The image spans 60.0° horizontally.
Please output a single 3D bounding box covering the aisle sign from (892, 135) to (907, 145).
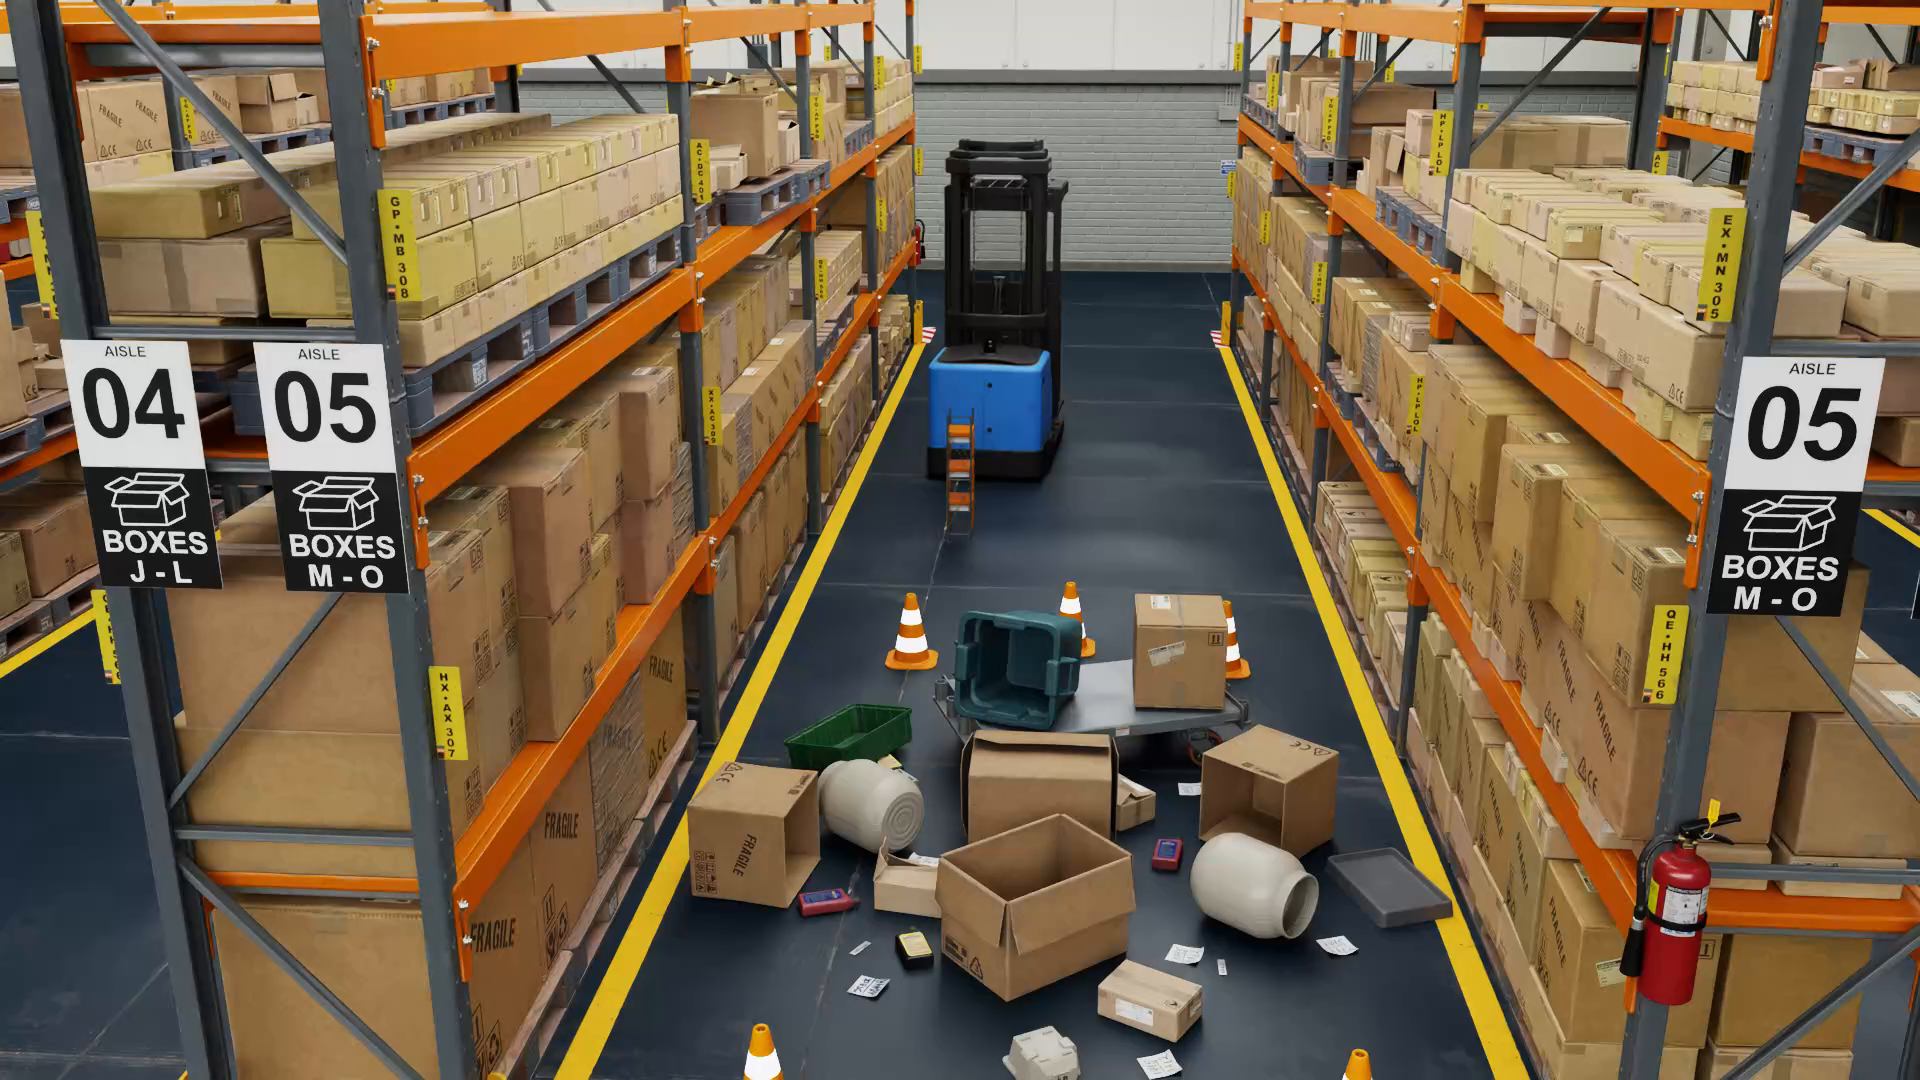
[{"bbox_3d":[-0.755,-5.225,20.375,0.394,0.787,0.004,1,18,4],"label":"aisle sign"}]

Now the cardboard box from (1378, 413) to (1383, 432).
[{"bbox_3d":[2.874,-0.730,10.562,0.380,0.149,0.250,1,18,4],"label":"cardboard box"}]

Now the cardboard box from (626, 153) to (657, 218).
[{"bbox_3d":[-1.736,-1.673,7.823,0.500,0.250,0.500,1,18,4],"label":"cardboard box"}]

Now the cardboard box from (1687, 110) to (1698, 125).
[{"bbox_3d":[8.433,-4.760,18.720,0.380,0.149,0.250,2,18,5],"label":"cardboard box"}]

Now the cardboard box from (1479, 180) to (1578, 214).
[{"bbox_3d":[2.659,-1.598,7.789,0.380,0.149,0.250,1,18,2],"label":"cardboard box"}]

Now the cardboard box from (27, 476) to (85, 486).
[{"bbox_3d":[-6.628,-0.271,12.740,0.700,0.500,0.500,0,18,-1],"label":"cardboard box"}]

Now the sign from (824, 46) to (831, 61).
[{"bbox_3d":[-1.601,-5.826,20.165,0.100,0.325,0.005,1,18,4],"label":"sign"}]

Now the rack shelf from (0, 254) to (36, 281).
[{"bbox_3d":[-11.083,-3.263,19.719,1.077,0.370,4.000,1,18,4],"label":"rack shelf"}]

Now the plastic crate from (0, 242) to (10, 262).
[{"bbox_3d":[-10.912,-3.314,18.521,0.402,0.464,0.583,1,18,4],"label":"plastic crate"}]

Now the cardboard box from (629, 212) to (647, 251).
[{"bbox_3d":[-1.680,-1.441,7.755,0.380,0.149,0.250,1,18,4],"label":"cardboard box"}]

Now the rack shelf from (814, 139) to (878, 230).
[{"bbox_3d":[-1.490,-3.193,14.689,1.077,0.370,4.000,1,18,4],"label":"rack shelf"}]

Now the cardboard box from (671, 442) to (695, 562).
[{"bbox_3d":[-1.934,-0.203,8.983,0.875,0.550,0.550,1,18,4],"label":"cardboard box"}]

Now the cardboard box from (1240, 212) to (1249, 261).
[{"bbox_3d":[3.501,-3.484,19.077,0.500,0.500,0.500,1,18,4],"label":"cardboard box"}]

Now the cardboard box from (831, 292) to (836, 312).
[{"bbox_3d":[-1.307,-2.115,14.790,0.380,0.149,0.250,2,18,5],"label":"cardboard box"}]

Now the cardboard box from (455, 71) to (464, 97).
[{"bbox_3d":[-6.133,-5.339,19.086,0.700,0.500,0.500,0,18,0],"label":"cardboard box"}]

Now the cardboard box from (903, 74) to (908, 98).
[{"bbox_3d":[-0.874,-5.257,19.271,0.500,0.250,0.500,1,18,2],"label":"cardboard box"}]

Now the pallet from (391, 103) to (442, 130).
[{"bbox_3d":[-6.217,-4.510,17.695,1.003,0.211,1.213,1,18,4],"label":"pallet"}]

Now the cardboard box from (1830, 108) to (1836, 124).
[{"bbox_3d":[8.158,-3.851,15.109,0.380,0.149,0.250,1,18,4],"label":"cardboard box"}]

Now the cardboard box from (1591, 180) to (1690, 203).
[{"bbox_3d":[3.170,-1.588,7.756,0.380,0.149,0.250,2,18,5],"label":"cardboard box"}]

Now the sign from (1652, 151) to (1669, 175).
[{"bbox_3d":[3.566,-1.829,8.539,0.100,0.325,0.005,1,18,4],"label":"sign"}]

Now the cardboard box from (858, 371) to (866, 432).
[{"bbox_3d":[-1.185,-1.348,16.059,0.500,0.500,0.500,1,18,3],"label":"cardboard box"}]

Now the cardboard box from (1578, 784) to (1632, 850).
[{"bbox_3d":[2.459,0.992,5.980,0.380,0.149,0.250,1,18,3],"label":"cardboard box"}]

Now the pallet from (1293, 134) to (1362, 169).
[{"bbox_3d":[3.382,-3.294,14.144,1.003,0.211,1.213,2,18,6],"label":"pallet"}]

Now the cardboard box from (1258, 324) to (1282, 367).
[{"bbox_3d":[3.814,-2.104,18.468,0.875,0.438,0.875,1,18,2],"label":"cardboard box"}]

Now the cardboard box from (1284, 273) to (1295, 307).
[{"bbox_3d":[3.179,-2.212,14.794,0.500,0.250,0.500,1,18,2],"label":"cardboard box"}]

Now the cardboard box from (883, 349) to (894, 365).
[{"bbox_3d":[-0.947,-2.085,18.874,0.380,0.149,0.250,1,18,2],"label":"cardboard box"}]

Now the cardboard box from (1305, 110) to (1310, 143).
[{"bbox_3d":[3.061,-3.406,13.725,0.396,0.266,0.258,1,18,3],"label":"cardboard box"}]

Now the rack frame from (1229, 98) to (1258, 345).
[{"bbox_3d":[3.885,-3.894,20.490,1.000,3.000,0.127,1,18,4],"label":"rack frame"}]

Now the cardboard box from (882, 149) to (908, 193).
[{"bbox_3d":[-0.881,-4.332,19.583,0.500,0.500,0.500,1,18,2],"label":"cardboard box"}]

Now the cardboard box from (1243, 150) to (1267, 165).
[{"bbox_3d":[3.503,-4.460,19.408,0.380,0.149,0.250,2,18,6],"label":"cardboard box"}]

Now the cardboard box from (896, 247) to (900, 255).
[{"bbox_3d":[-0.903,-3.431,19.479,0.380,0.149,0.250,0,18,1],"label":"cardboard box"}]

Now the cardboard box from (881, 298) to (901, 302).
[{"bbox_3d":[-0.920,-2.854,20.264,0.380,0.149,0.250,2,18,5],"label":"cardboard box"}]

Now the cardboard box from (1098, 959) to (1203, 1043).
[{"bbox_3d":[0.817,1.978,7.148,0.380,0.149,0.250,12,22,32],"label":"cardboard box"}]

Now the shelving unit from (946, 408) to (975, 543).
[{"bbox_3d":[0.004,-0.516,13.310,0.215,1.050,0.252,1,18,4],"label":"shelving unit"}]

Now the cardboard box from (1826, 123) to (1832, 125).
[{"bbox_3d":[8.334,-4.193,16.348,0.500,0.250,0.500,1,18,4],"label":"cardboard box"}]

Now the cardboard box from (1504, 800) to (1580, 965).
[{"bbox_3d":[2.569,1.409,6.842,0.500,0.500,0.500,2,18,6],"label":"cardboard box"}]

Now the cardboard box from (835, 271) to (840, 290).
[{"bbox_3d":[-1.292,-2.340,14.997,0.380,0.149,0.250,2,18,6],"label":"cardboard box"}]

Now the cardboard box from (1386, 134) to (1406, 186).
[{"bbox_3d":[3.231,-2.410,10.976,0.797,0.503,0.637,1,18,4],"label":"cardboard box"}]

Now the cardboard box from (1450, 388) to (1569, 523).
[{"bbox_3d":[2.655,-0.386,7.539,0.700,0.500,0.500,1,18,3],"label":"cardboard box"}]

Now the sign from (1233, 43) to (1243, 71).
[{"bbox_3d":[3.332,-5.787,19.918,0.100,0.325,0.005,1,18,4],"label":"sign"}]

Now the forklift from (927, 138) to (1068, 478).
[{"bbox_3d":[0.437,-2.366,15.936,1.130,2.935,3.031,3,18,8],"label":"forklift"}]

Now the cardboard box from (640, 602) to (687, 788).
[{"bbox_3d":[-2.035,0.758,9.031,0.875,0.875,0.875,2,18,5],"label":"cardboard box"}]

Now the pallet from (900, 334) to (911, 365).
[{"bbox_3d":[-1.159,-2.373,20.326,1.003,0.211,1.213,1,18,4],"label":"pallet"}]

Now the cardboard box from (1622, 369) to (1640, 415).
[{"bbox_3d":[2.523,-0.508,5.741,0.380,0.149,0.250,2,18,6],"label":"cardboard box"}]

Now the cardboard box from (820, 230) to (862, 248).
[{"bbox_3d":[-1.180,-2.965,16.427,0.380,0.149,0.250,2,18,6],"label":"cardboard box"}]

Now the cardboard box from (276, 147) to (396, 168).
[{"bbox_3d":[-2.429,-1.443,6.480,0.380,0.149,0.250,1,18,3],"label":"cardboard box"}]

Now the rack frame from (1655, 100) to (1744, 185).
[{"bbox_3d":[8.836,-3.784,20.155,1.000,3.000,0.127,1,18,4],"label":"rack frame"}]

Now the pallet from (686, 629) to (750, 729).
[{"bbox_3d":[-1.940,0.838,10.528,1.003,0.211,1.213,1,18,4],"label":"pallet"}]

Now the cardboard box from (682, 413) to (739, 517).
[{"bbox_3d":[-1.614,-0.451,9.822,0.500,0.500,0.500,1,18,5],"label":"cardboard box"}]

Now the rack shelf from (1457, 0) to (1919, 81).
[{"bbox_3d":[2.881,-2.053,6.399,1.077,0.370,4.000,1,18,4],"label":"rack shelf"}]

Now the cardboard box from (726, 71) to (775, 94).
[{"bbox_3d":[-1.792,-3.857,14.168,0.396,0.266,0.258,1,18,4],"label":"cardboard box"}]

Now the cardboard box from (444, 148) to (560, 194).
[{"bbox_3d":[-1.773,-1.427,6.432,0.380,0.149,0.250,1,18,3],"label":"cardboard box"}]

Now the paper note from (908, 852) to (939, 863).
[{"bbox_3d":[-0.192,1.631,8.409,0.172,0.023,0.155,8,20,23],"label":"paper note"}]

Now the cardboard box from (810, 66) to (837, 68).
[{"bbox_3d":[-1.530,-5.018,17.899,0.380,0.149,0.250,1,18,4],"label":"cardboard box"}]

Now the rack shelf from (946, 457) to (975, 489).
[{"bbox_3d":[0.004,-0.505,13.314,0.215,0.259,0.240,1,18,4],"label":"rack shelf"}]

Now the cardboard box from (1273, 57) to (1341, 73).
[{"bbox_3d":[3.663,-4.793,17.415,0.797,0.503,0.637,3,18,8],"label":"cardboard box"}]

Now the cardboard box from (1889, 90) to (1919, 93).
[{"bbox_3d":[8.639,-3.983,15.034,0.380,0.149,0.250,1,18,3],"label":"cardboard box"}]
